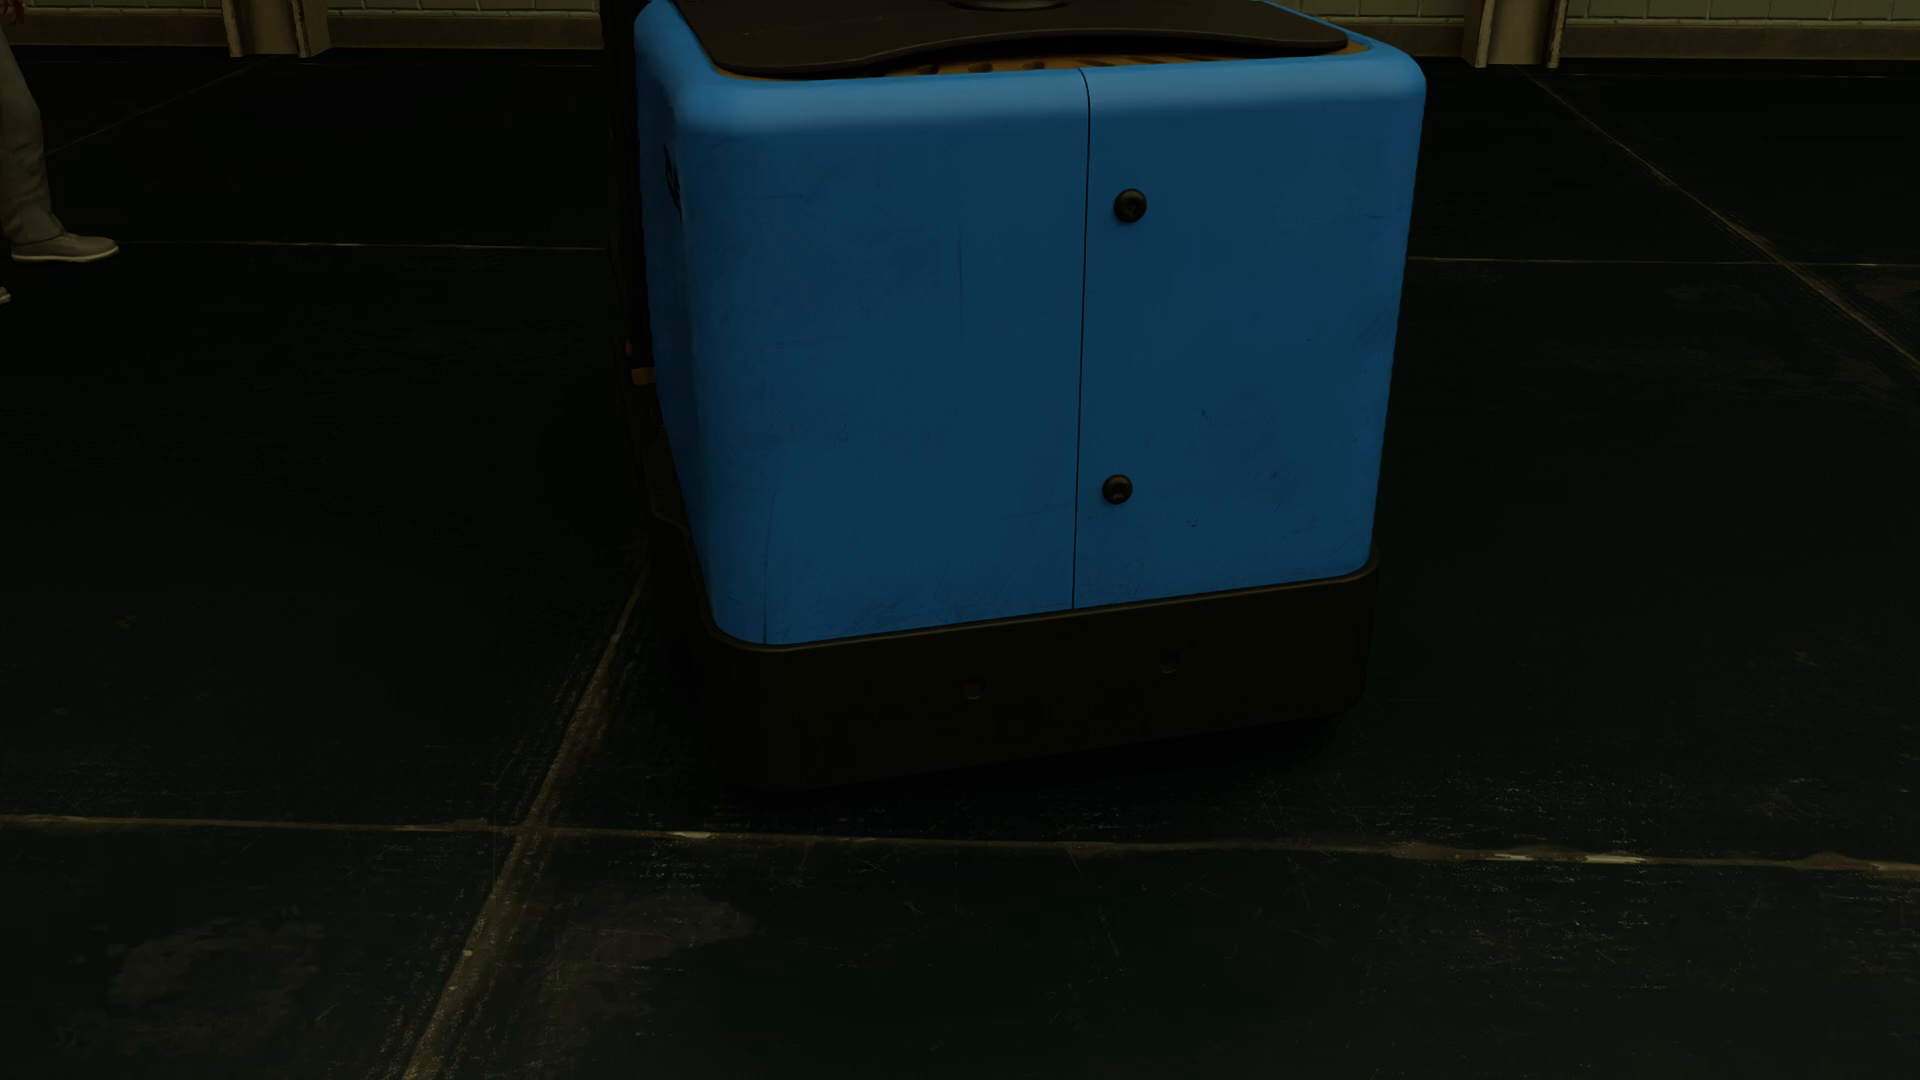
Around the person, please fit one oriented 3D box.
[{"bbox_3d":[-2.775,-1.461,4.455,0.381,1.634,0.744,2,26,3],"label":"person"}]

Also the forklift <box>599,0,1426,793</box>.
[{"bbox_3d":[-0.205,-1.577,3.217,1.130,2.935,3.031,-6,27,-13],"label":"forklift"}]
